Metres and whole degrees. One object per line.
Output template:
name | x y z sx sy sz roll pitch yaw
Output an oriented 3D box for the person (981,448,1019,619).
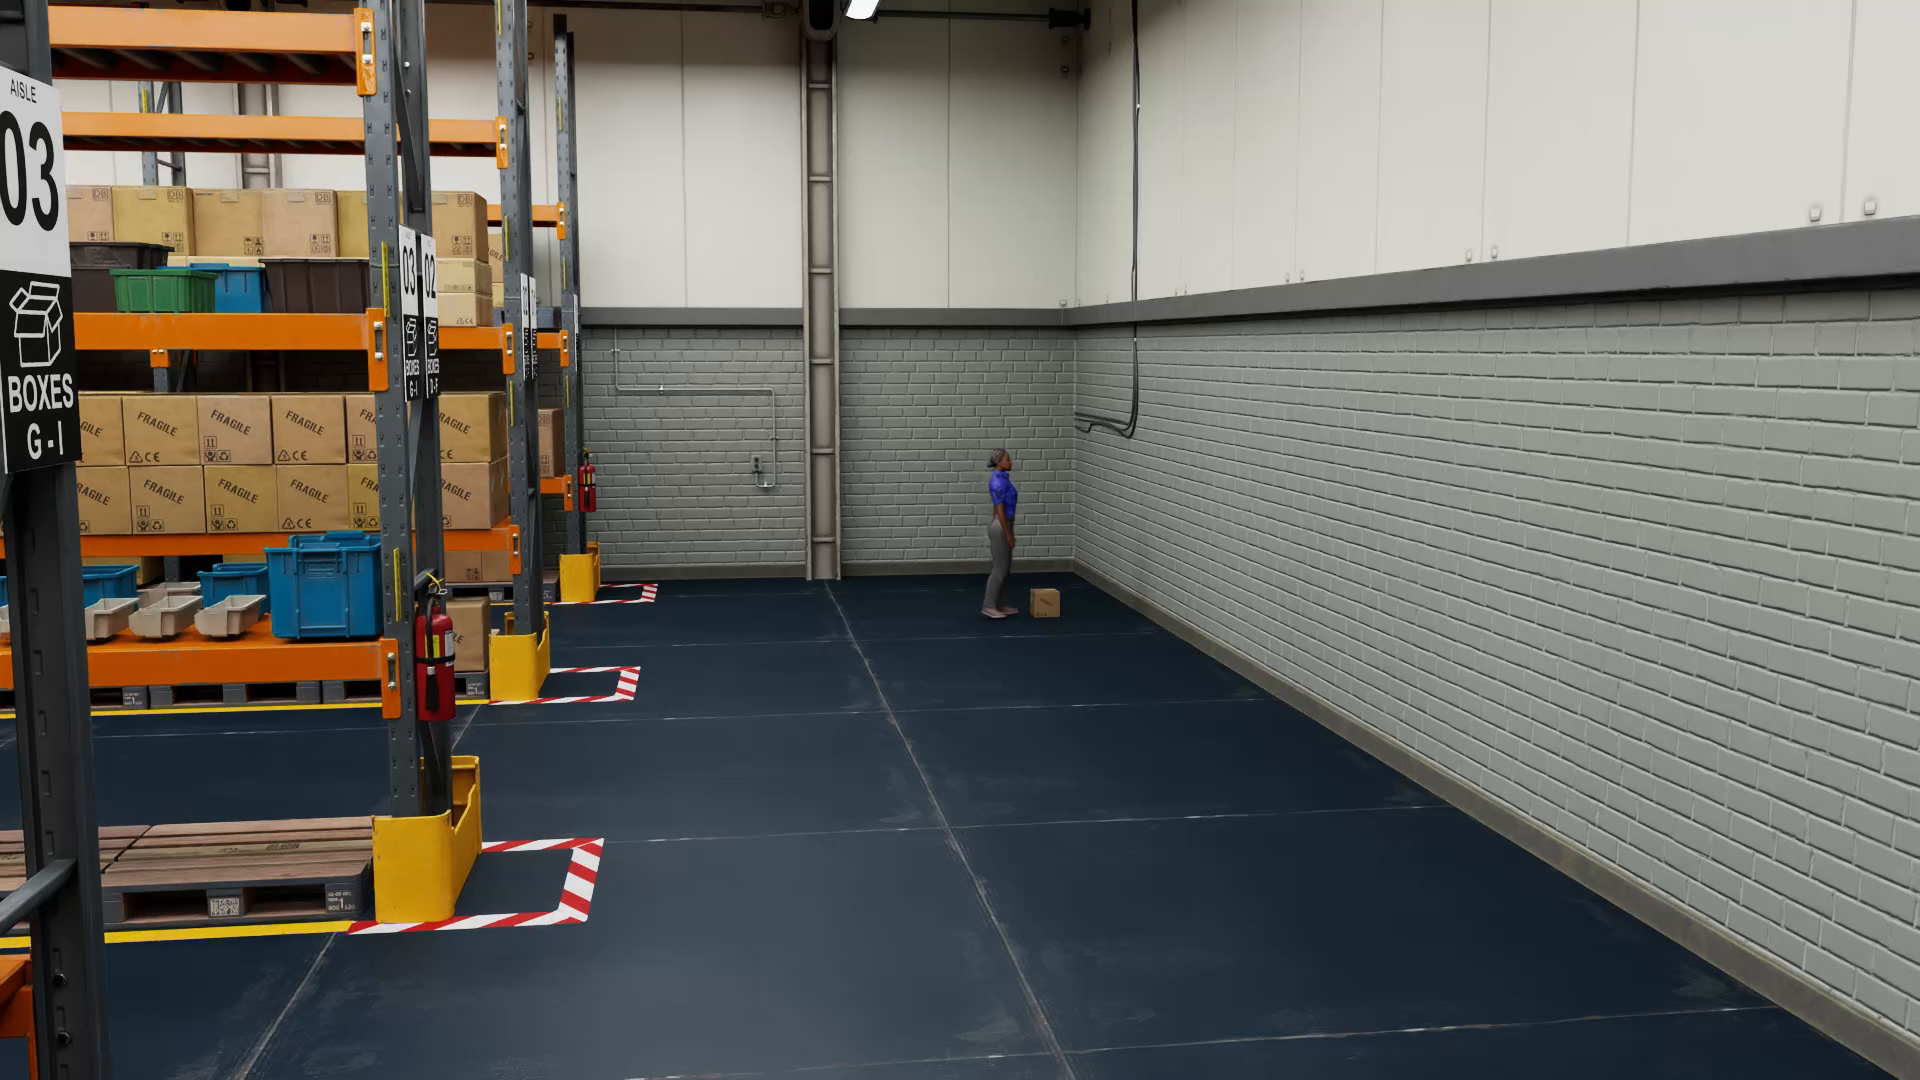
person | 0.398 -0.073 16.353 0.376 1.660 0.474 0 7 1
